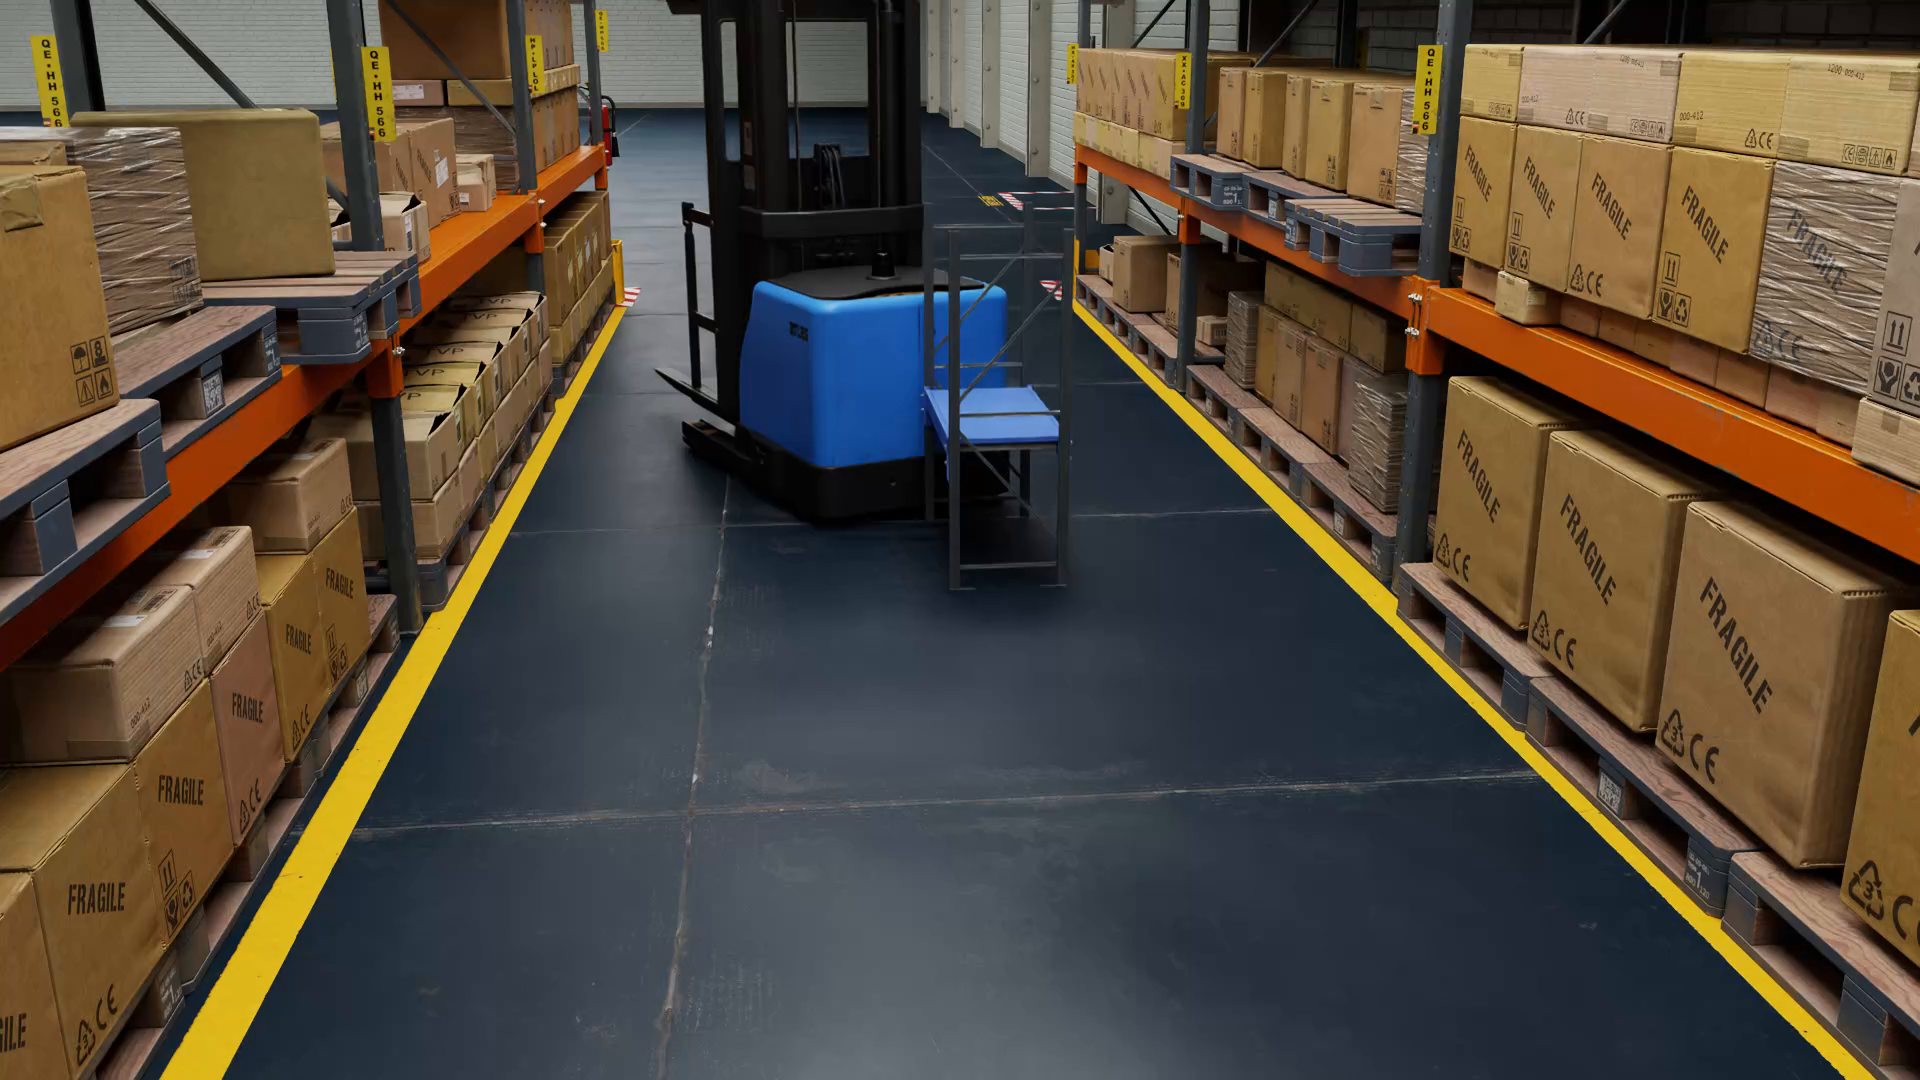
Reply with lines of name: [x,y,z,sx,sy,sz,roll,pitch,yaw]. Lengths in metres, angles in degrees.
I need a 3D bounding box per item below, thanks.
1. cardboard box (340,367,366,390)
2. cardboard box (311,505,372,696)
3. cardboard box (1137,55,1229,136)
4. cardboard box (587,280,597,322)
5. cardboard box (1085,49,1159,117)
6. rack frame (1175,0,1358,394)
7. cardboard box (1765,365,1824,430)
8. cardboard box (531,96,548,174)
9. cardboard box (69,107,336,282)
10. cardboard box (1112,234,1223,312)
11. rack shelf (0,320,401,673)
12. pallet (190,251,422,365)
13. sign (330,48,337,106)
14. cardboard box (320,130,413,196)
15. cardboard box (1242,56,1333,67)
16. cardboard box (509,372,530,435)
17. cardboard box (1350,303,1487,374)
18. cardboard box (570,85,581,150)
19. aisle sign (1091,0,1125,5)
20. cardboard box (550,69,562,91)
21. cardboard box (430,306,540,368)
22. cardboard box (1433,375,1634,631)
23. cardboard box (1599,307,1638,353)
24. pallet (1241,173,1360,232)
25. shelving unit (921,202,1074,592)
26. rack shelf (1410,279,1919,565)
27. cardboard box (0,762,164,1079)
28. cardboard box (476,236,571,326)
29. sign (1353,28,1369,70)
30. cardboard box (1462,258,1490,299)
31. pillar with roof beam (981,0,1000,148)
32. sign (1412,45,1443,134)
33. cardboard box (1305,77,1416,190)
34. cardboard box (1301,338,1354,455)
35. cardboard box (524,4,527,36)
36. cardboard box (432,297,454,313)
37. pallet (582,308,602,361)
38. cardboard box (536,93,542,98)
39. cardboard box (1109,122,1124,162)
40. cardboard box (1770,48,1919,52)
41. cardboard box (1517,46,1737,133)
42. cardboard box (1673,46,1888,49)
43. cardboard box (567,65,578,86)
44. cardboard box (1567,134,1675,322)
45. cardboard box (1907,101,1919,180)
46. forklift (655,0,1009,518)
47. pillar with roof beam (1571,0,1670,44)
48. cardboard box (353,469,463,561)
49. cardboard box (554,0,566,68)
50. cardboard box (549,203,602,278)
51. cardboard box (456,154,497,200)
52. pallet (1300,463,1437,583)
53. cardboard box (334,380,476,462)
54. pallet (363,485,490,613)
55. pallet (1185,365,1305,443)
cardboard box: [-3.023,-0.666,7.743,0.500,0.311,0.500,-2,18,-6]
cardboard box: [-2.284,0.198,5.477,0.500,0.500,0.500,-1,17,-3]
cardboard box: [1.486,-2.978,11.119,0.500,0.500,0.500,-2,18,-6]
cardboard box: [-2.924,-1.731,12.072,0.500,0.250,0.500,-2,18,-6]
cardboard box: [1.279,-3.590,13.071,0.500,0.500,0.500,-2,18,-5]
rack frame: [1.900,-2.402,10.320,1.000,3.000,0.127,-2,18,-6]
cardboard box: [2.321,-0.380,4.266,0.380,0.149,0.250,-2,18,-7]
cardboard box: [-3.188,-2.734,11.211,0.700,0.500,0.500,-2,17,-5]
cardboard box: [-2.437,-1.120,5.369,0.700,0.500,0.500,-8,19,-24]
cardboard box: [1.554,-2.012,12.517,0.700,0.500,0.500,-3,18,-9]
rack shelf: [-2.408,-0.117,4.243,1.077,0.370,4.000,-2,18,-6]
pallet: [-2.475,-0.765,5.426,1.213,0.211,1.003,-2,18,-6]
sign: [-3.579,-2.681,9.632,0.100,0.325,0.005,-2,18,-6]
cardboard box: [-2.804,-1.603,7.609,0.500,0.500,0.500,-3,18,-9]
cardboard box: [2.059,-2.844,10.694,0.500,0.500,0.500,-2,18,-7]
cardboard box: [-2.592,-0.719,8.847,0.500,0.250,0.500,-1,17,-4]
cardboard box: [2.190,-0.970,7.946,0.500,0.250,0.500,-1,17,-5]
cardboard box: [-3.404,-3.348,13.166,0.700,0.500,0.500,-2,18,-6]
aisle sign: [1.181,-4.846,13.766,0.394,0.787,0.004,-2,18,-6]
cardboard box: [-3.076,-3.303,11.941,0.380,0.149,0.250,-1,17,-4]
cardboard box: [-2.640,-1.137,9.245,0.500,0.311,0.500,-1,17,-4]
cardboard box: [2.258,-0.162,6.073,0.750,0.750,0.750,-2,18,-6]
cardboard box: [2.261,-0.689,5.251,0.380,0.149,0.250,-1,17,-4]
pallet: [2.068,-1.707,8.427,1.003,0.211,1.213,-2,18,-6]
shelving unit: [0.143,-0.661,7.277,0.538,1.500,1.048,-2,18,-6]
rack shelf: [2.519,-0.271,4.734,1.077,0.370,4.000,-2,18,-6]
cardboard box: [-2.075,0.808,3.534,0.500,0.500,0.500,-2,17,-5]
cardboard box: [-2.763,-1.642,10.537,0.500,0.500,0.500,-2,18,-6]
sign: [2.452,-2.973,10.205,0.100,0.325,0.005,-2,18,-6]
cardboard box: [2.116,-0.995,6.224,0.380,0.149,0.250,-2,18,-6]
pillar with roof beam: [-3.719,-11.504,29.297,9.100,9.000,0.400,-2,18,-6]
sign: [1.774,-1.705,6.300,0.100,0.325,0.005,-2,18,-6]
cardboard box: [2.103,-1.978,8.069,0.700,0.500,0.500,-2,18,-6]
cardboard box: [2.169,-0.745,8.480,0.700,0.500,0.500,-2,18,-6]
cardboard box: [-3.132,-3.197,10.520,0.700,0.500,0.500,-2,18,-6]
cardboard box: [-3.232,-1.273,9.677,0.500,0.311,0.500,-2,18,-5]
pallet: [-3.196,-1.520,12.166,1.003,0.211,1.213,-2,18,-6]
cardboard box: [-2.969,-2.995,10.960,0.380,0.149,0.250,-2,18,-7]
cardboard box: [1.386,-2.920,12.186,0.500,0.250,0.500,-2,18,-5]
cardboard box: [2.717,-1.333,4.965,0.500,0.250,0.500,-2,18,-7]
cardboard box: [2.159,-1.464,5.383,0.500,0.250,0.500,-2,18,-6]
cardboard box: [2.667,-1.486,5.453,0.500,0.250,0.500,-2,18,-7]
cardboard box: [-3.182,-3.611,12.921,0.380,0.149,0.250,-1,17,-4]
cardboard box: [2.203,-0.953,5.007,0.500,0.500,0.500,-2,18,-6]
cardboard box: [2.379,-0.859,3.458,0.500,0.250,0.500,-1,17,-4]
forklift: [-0.889,-1.897,8.825,1.130,2.935,3.031,-9,20,-26]
pillar with roof beam: [-1.243,-4.354,6.521,9.100,9.000,0.400,-2,18,-6]
cardboard box: [-2.376,-0.110,6.908,0.500,0.250,0.500,-2,18,-6]
cardboard box: [-3.339,-3.794,12.423,0.700,0.500,0.500,-2,18,-7]
cardboard box: [-2.971,-2.238,12.435,0.500,0.500,0.500,-2,18,-6]
cardboard box: [-2.933,-2.031,9.389,0.500,0.250,0.500,-1,17,-2]
pallet: [2.233,-0.113,7.684,1.003,0.211,1.213,-2,18,-6]
cardboard box: [-2.439,-0.533,7.322,0.500,0.311,0.500,-2,18,-7]
pallet: [-2.661,0.028,7.236,1.003,0.211,1.213,-2,18,-6]
pallet: [1.982,-0.840,9.999,1.003,0.211,1.213,-2,18,-6]
